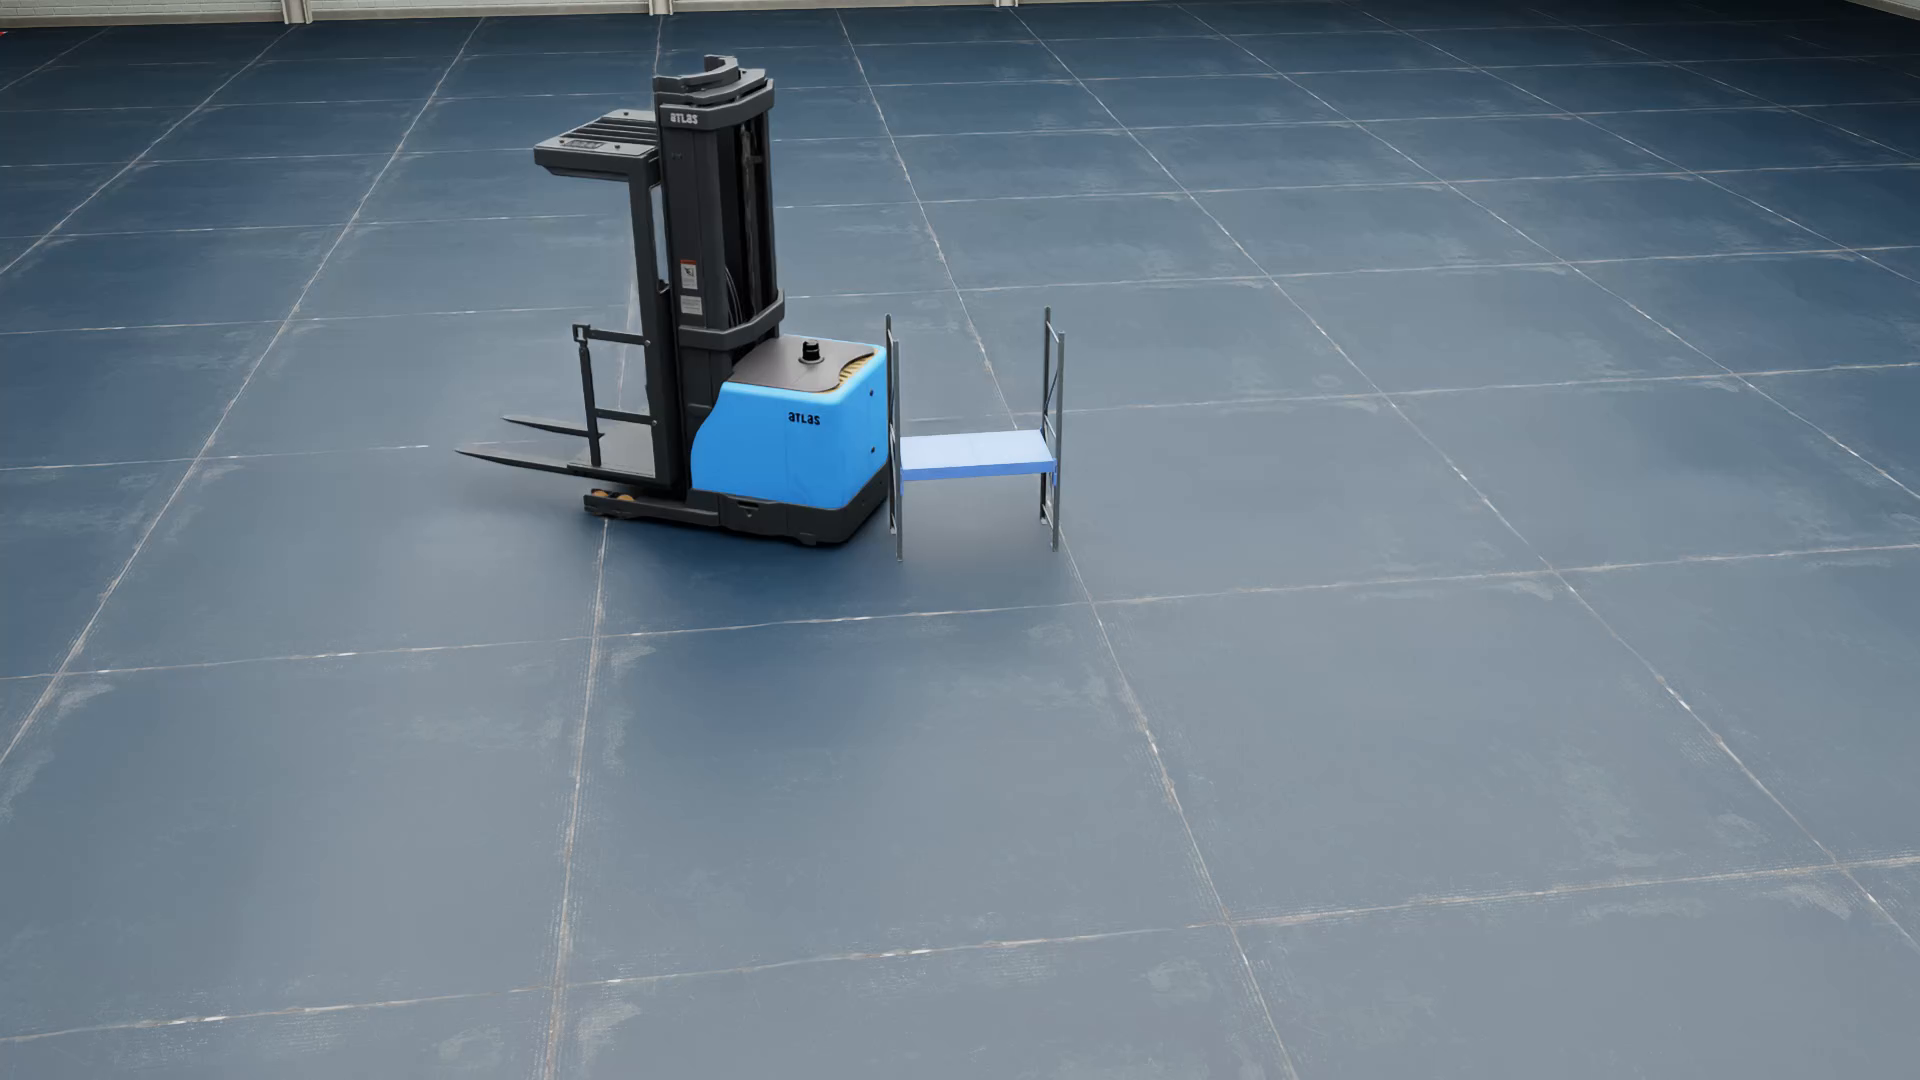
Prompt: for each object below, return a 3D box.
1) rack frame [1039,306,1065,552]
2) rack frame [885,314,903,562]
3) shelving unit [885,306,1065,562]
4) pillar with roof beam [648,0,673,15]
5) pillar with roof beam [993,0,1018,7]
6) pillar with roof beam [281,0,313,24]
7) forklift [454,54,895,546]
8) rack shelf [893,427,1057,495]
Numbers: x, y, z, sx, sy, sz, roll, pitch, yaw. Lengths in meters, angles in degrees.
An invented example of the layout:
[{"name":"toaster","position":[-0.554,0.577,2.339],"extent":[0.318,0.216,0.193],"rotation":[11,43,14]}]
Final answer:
[{"name":"rack frame","position":[0.588,-0.705,10.684],"extent":[0.032,1.500,0.500],"rotation":[-4,27,-7]},{"name":"rack frame","position":[-0.419,-0.640,10.558],"extent":[0.032,1.500,0.500],"rotation":[-4,27,-7]},{"name":"shelving unit","position":[0.084,-0.673,10.621],"extent":[1.048,1.500,0.538],"rotation":[-4,27,-7]},{"name":"pillar with roof beam","position":[-4.536,-11.119,22.765],"extent":[0.400,9.000,9.100],"rotation":[-4,27,-7]},{"name":"pillar with roof beam","position":[1.406,-11.501,23.509],"extent":[0.400,9.000,9.100],"rotation":[-4,27,-7]},{"name":"pillar with roof beam","position":[-10.477,-10.737,22.022],"extent":[0.400,9.000,9.100],"rotation":[-4,27,-7]},{"name":"forklift","position":[-2.021,-1.657,10.972],"extent":[3.031,2.935,1.130],"rotation":[9,28,17]},{"name":"rack shelf","position":[0.084,-0.513,10.703],"extent":[1.000,0.185,0.538],"rotation":[-4,27,-7]}]
